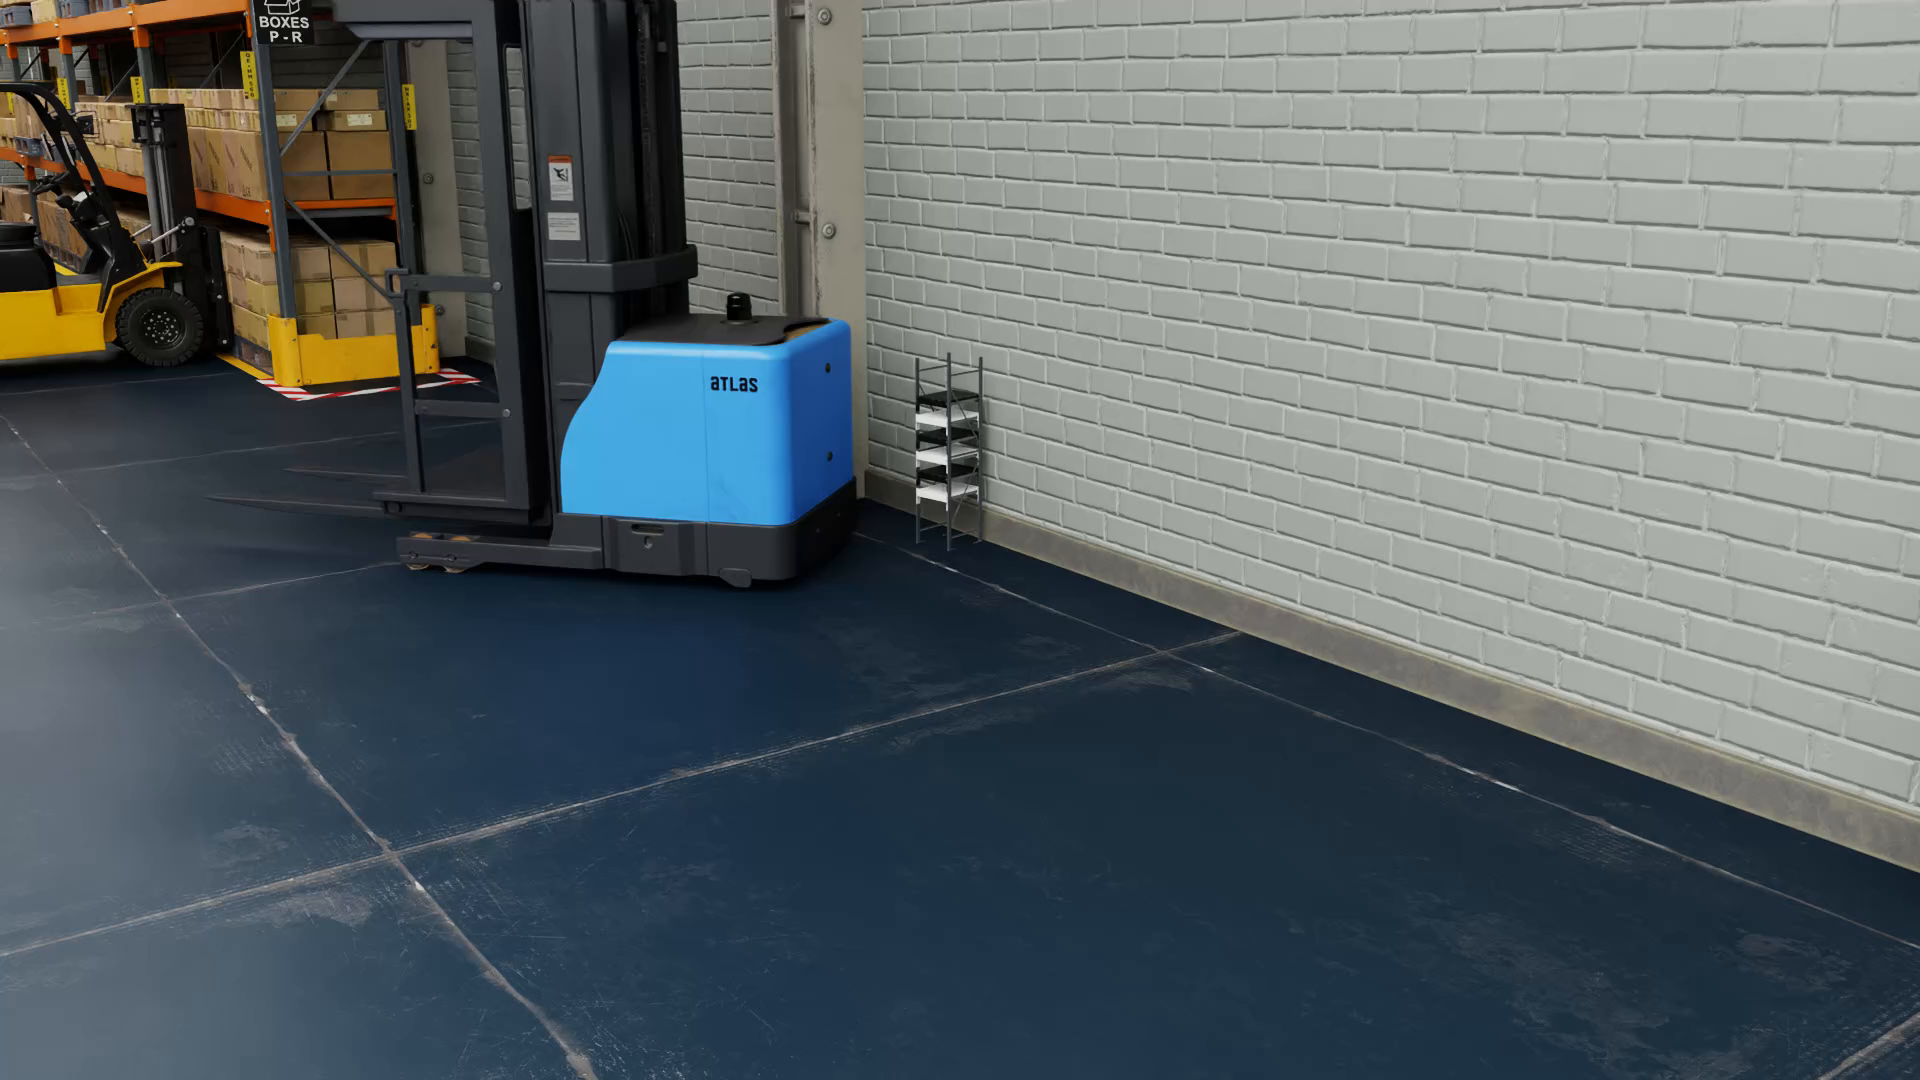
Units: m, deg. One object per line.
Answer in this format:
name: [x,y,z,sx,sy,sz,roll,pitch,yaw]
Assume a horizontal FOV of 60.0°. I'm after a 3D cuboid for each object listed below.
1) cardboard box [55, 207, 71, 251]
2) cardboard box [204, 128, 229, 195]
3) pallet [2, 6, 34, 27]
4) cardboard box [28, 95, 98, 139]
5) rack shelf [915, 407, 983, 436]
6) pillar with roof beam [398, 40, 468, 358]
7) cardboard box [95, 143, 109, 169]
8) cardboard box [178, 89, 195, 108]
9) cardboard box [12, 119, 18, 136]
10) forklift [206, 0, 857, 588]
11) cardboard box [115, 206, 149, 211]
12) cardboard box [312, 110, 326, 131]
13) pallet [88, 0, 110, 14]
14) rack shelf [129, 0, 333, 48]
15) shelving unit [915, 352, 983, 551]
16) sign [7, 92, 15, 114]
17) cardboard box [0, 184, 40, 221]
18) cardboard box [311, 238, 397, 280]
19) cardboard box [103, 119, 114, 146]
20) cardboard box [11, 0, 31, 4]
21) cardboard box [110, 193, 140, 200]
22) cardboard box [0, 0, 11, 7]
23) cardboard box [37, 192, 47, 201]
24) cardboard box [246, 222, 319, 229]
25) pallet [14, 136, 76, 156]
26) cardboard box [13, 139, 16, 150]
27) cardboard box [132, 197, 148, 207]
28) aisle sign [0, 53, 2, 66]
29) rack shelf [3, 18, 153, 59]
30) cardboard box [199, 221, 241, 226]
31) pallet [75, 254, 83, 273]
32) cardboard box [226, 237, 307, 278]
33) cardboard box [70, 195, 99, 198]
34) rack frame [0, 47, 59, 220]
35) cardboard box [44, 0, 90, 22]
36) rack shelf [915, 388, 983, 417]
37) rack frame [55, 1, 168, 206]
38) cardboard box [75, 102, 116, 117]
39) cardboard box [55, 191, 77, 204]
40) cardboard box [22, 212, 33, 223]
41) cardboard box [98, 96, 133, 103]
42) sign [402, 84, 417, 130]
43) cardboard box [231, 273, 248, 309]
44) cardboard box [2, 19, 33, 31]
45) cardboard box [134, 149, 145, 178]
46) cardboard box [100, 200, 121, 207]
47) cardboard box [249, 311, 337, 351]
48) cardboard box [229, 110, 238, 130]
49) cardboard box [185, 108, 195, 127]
cardboard box: [-10.612,-3.782,20.153,0.500,0.500,0.500,-12,19,-37]
cardboard box: [-5.671,-3.027,13.263,0.500,0.500,0.500,-11,19,-36]
pallet: [-10.687,-6.240,19.866,1.213,0.211,1.003,-11,19,-35]
cardboard box: [-10.756,-5.089,20.004,0.700,0.500,0.500,-11,19,-35]
rack shelf: [-0.052,-0.564,7.875,0.200,0.077,0.258,14,20,40]
pillar with roof beam: [-7.733,-5.206,10.052,9.100,9.000,0.400,-11,19,-35]
cardboard box: [-8.610,-3.979,17.215,0.500,0.250,0.500,-12,19,-36]
cardboard box: [-6.348,-3.720,14.004,0.380,0.149,0.250,-11,19,-35]
cardboard box: [-12.122,-5.397,21.833,0.500,0.250,0.500,-10,18,-33]
forklift: [-2.072,-1.394,7.615,3.031,2.935,1.130,4,16,13]
cardboard box: [-8.918,-3.323,18.236,0.875,0.625,0.625,-10,18,-33]
cardboard box: [-4.756,-3.209,12.701,0.380,0.149,0.250,-11,19,-35]
pallet: [-8.143,-5.387,16.752,1.003,0.211,1.213,-10,18,-32]
rack shelf: [-5.746,-4.219,13.491,1.077,0.370,4.000,-11,19,-35]
shelving unit: [-0.052,-0.422,7.914,0.210,0.900,0.258,14,20,40]
sign: [-12.060,-5.587,21.165,0.100,0.325,0.005,-11,19,-35]
cardboard box: [-13.695,-4.962,24.457,0.797,0.503,0.637,-12,19,-37]
cardboard box: [-4.700,-2.183,12.889,0.500,0.250,0.500,-11,19,-35]
cardboard box: [-8.303,-4.110,16.748,0.500,0.250,0.500,-11,19,-34]
cardboard box: [-11.027,-6.432,19.705,0.380,0.149,0.250,-10,18,-33]
cardboard box: [-10.132,-4.138,20.224,0.380,0.149,0.250,-11,19,-34]
cardboard box: [-11.648,-6.645,20.482,0.380,0.149,0.250,-11,19,-34]
cardboard box: [-11.630,-4.447,21.352,0.380,0.149,0.250,-10,18,-32]
cardboard box: [-5.880,-2.614,14.464,0.500,0.250,0.500,-11,19,-34]
pallet: [-11.244,-4.975,20.933,1.003,0.211,1.213,-11,19,-35]
cardboard box: [-12.361,-5.267,22.112,0.380,0.149,0.250,-10,18,-33]
cardboard box: [-9.463,-3.931,19.468,0.380,0.149,0.250,-10,18,-33]
aisle sign: [-14.255,-7.332,24.258,0.394,0.787,0.004,-11,19,-35]
rack shelf: [-10.450,-5.928,19.732,1.077,0.370,4.000,-11,19,-35]
cardboard box: [-6.599,-2.642,14.567,0.500,0.250,0.500,-11,19,-34]
pallet: [-9.682,-3.221,19.445,1.003,0.211,1.213,-11,19,-35]
cardboard box: [-5.398,-2.209,12.984,0.500,0.250,0.500,-10,18,-34]
cardboard box: [-10.339,-4.010,19.755,0.380,0.149,0.250,-11,19,-35]
rack frame: [-13.978,-6.109,24.714,1.000,3.000,0.127,-11,19,-35]
cardboard box: [-9.772,-5.847,18.359,0.500,0.250,0.500,-12,19,-36]
rack shelf: [-0.052,-0.650,7.851,0.200,0.077,0.258,14,20,40]
rack frame: [-9.274,-4.401,18.473,1.000,3.000,0.127,-11,19,-35]
cardboard box: [-9.325,-4.648,17.958,0.380,0.149,0.250,-10,18,-33]
cardboard box: [-10.956,-4.231,20.563,0.380,0.149,0.250,-11,19,-35]
cardboard box: [-12.401,-4.288,22.446,0.396,0.266,0.258,-10,18,-33]
cardboard box: [-9.450,-4.786,18.894,0.500,0.500,0.500,-10,18,-32]
sign: [-4.118,-3.233,12.417,0.100,0.325,0.005,-11,19,-35]
cardboard box: [-5.395,-1.974,13.073,0.500,0.250,0.500,-11,19,-35]
cardboard box: [-12.076,-6.611,21.344,0.380,0.149,0.250,-11,19,-35]
cardboard box: [-7.430,-3.541,15.617,0.500,0.250,0.500,-10,18,-33]
cardboard box: [-9.769,-3.777,18.903,0.380,0.149,0.250,-12,19,-37]
cardboard box: [-5.102,-1.620,12.726,0.500,0.250,0.500,-11,19,-34]
cardboard box: [-5.414,-3.254,12.863,0.380,0.149,0.250,-11,19,-35]
cardboard box: [-6.218,-3.521,13.840,0.380,0.149,0.250,-12,19,-36]
